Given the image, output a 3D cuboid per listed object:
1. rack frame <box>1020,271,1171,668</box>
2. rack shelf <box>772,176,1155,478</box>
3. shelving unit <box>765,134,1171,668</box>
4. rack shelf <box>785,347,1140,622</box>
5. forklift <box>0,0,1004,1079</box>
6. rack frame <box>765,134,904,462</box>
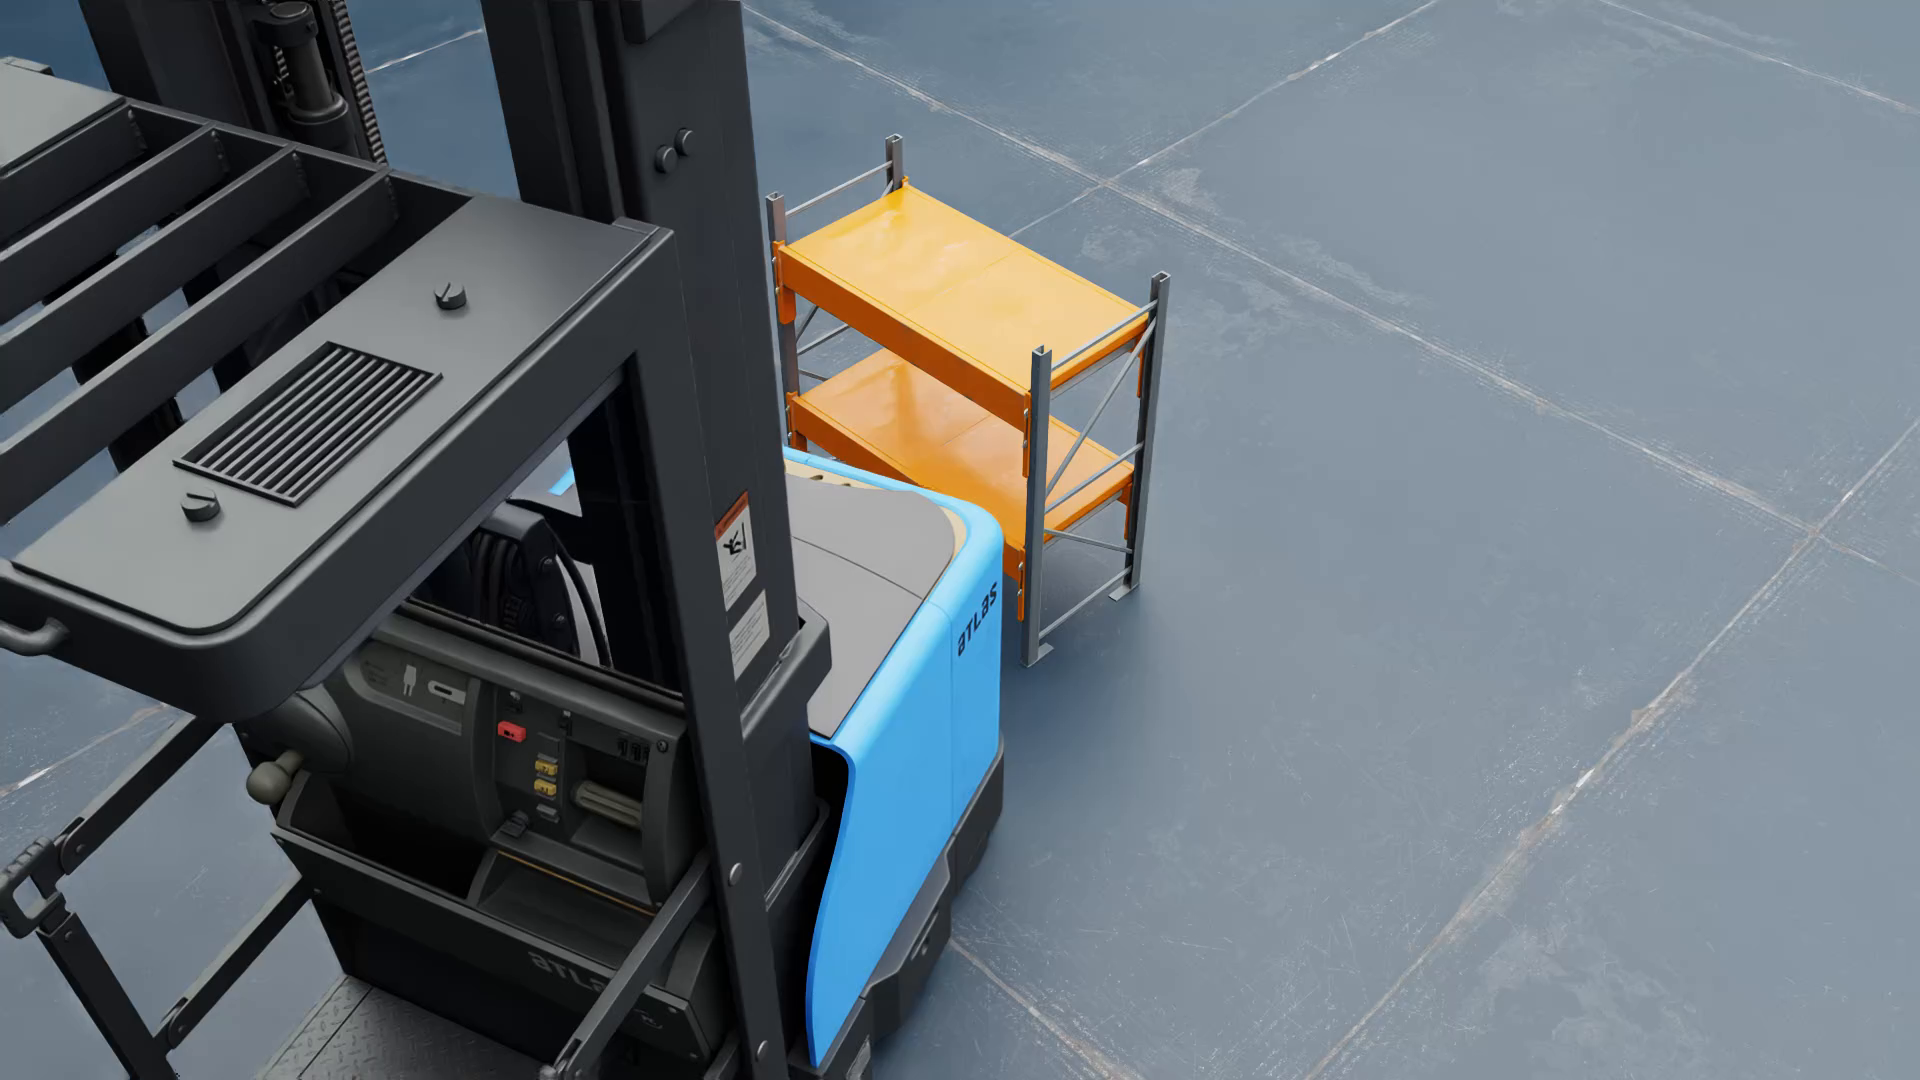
[{"bbox_3d":[0.364,-0.166,4.600,0.500,1.125,0.032,-34,53,-31],"label":"rack frame"},{"bbox_3d":[0.005,-0.625,4.666,0.538,0.278,1.000,-34,53,-31],"label":"rack shelf"},{"bbox_3d":[0.005,-0.410,4.865,0.538,1.125,1.048,-34,53,-31],"label":"shelving unit"},{"bbox_3d":[0.005,-0.230,5.031,0.538,0.278,1.000,-34,53,-31],"label":"rack shelf"},{"bbox_3d":[-0.960,0.421,2.635,1.130,2.935,3.031,17,45,18],"label":"forklift"},{"bbox_3d":[-0.354,-0.654,5.129,0.500,1.125,0.032,-34,53,-31],"label":"rack frame"}]
